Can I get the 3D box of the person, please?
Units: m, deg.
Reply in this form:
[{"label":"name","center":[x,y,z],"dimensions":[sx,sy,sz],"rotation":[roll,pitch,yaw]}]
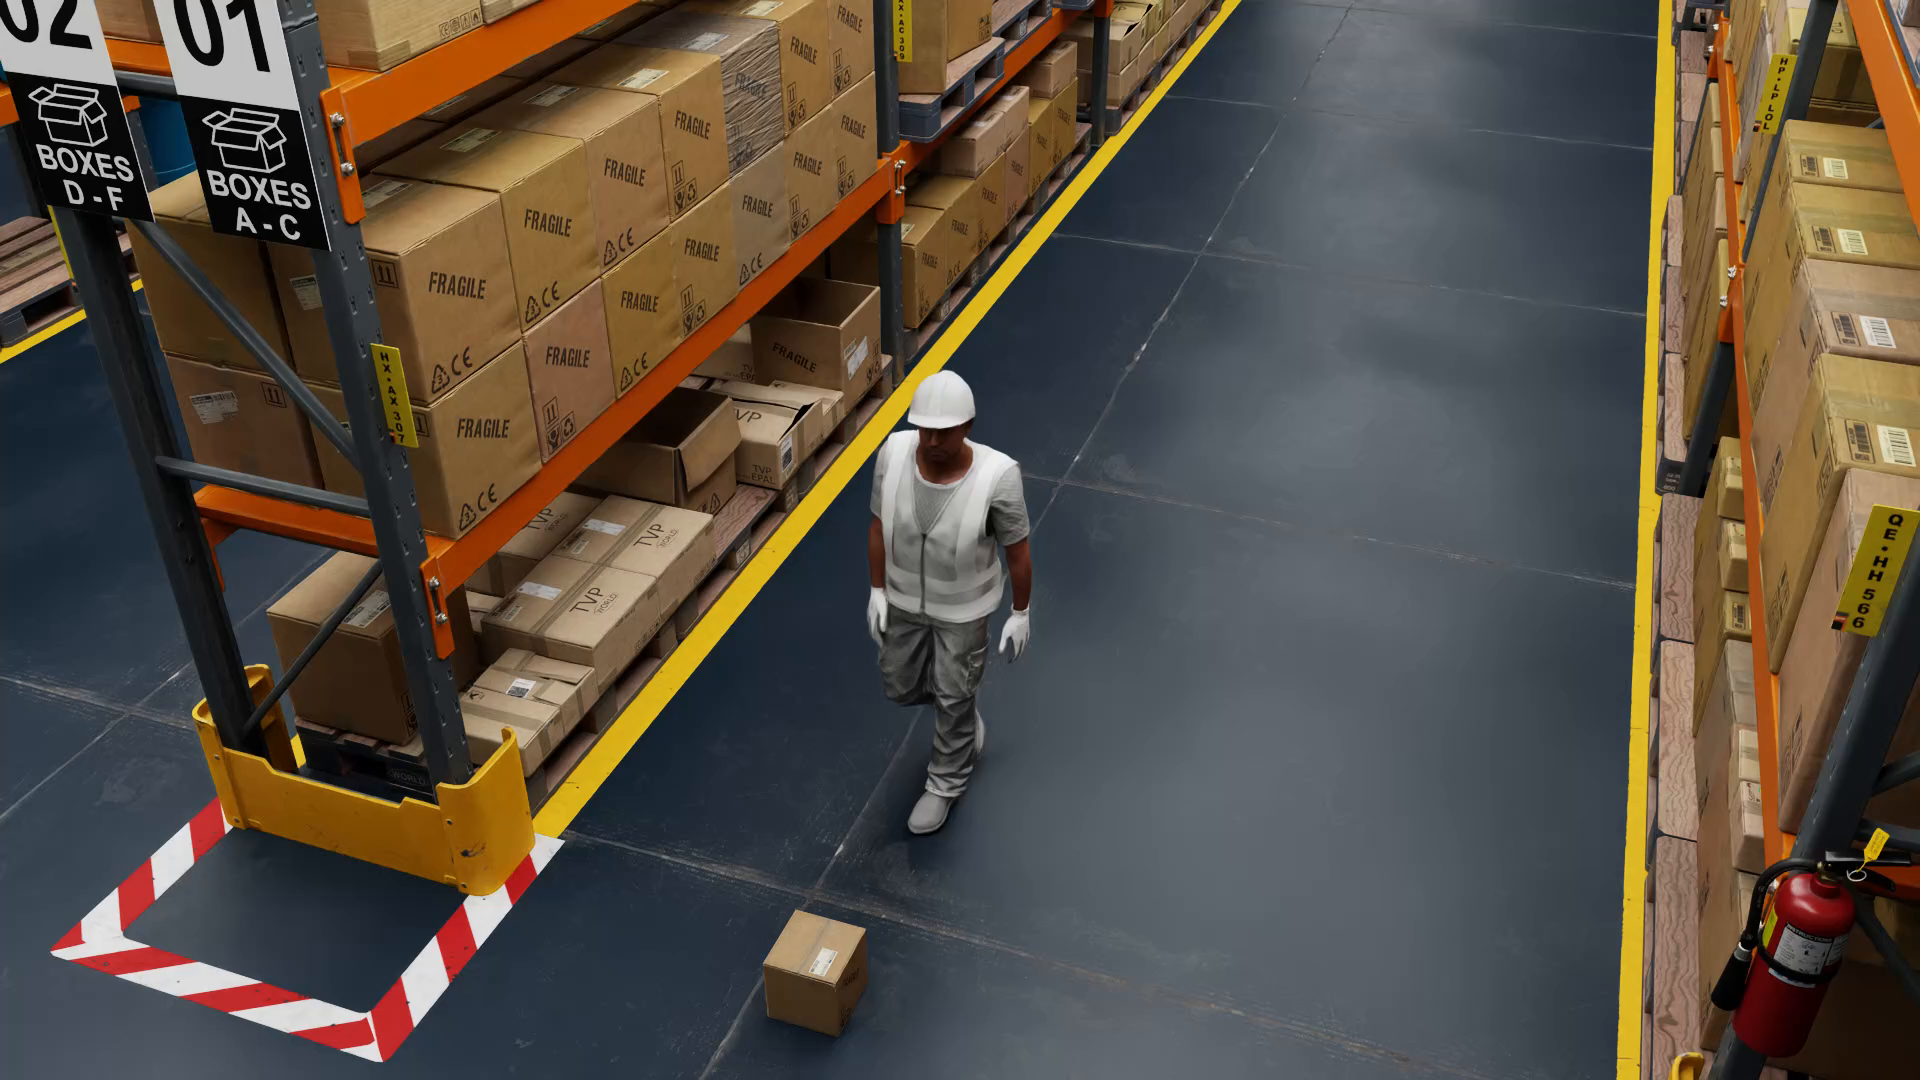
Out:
[{"label":"person","center":[-0.014,0.189,5.816],"dimensions":[0.573,1.784,0.646],"rotation":[14,35,20]}]
